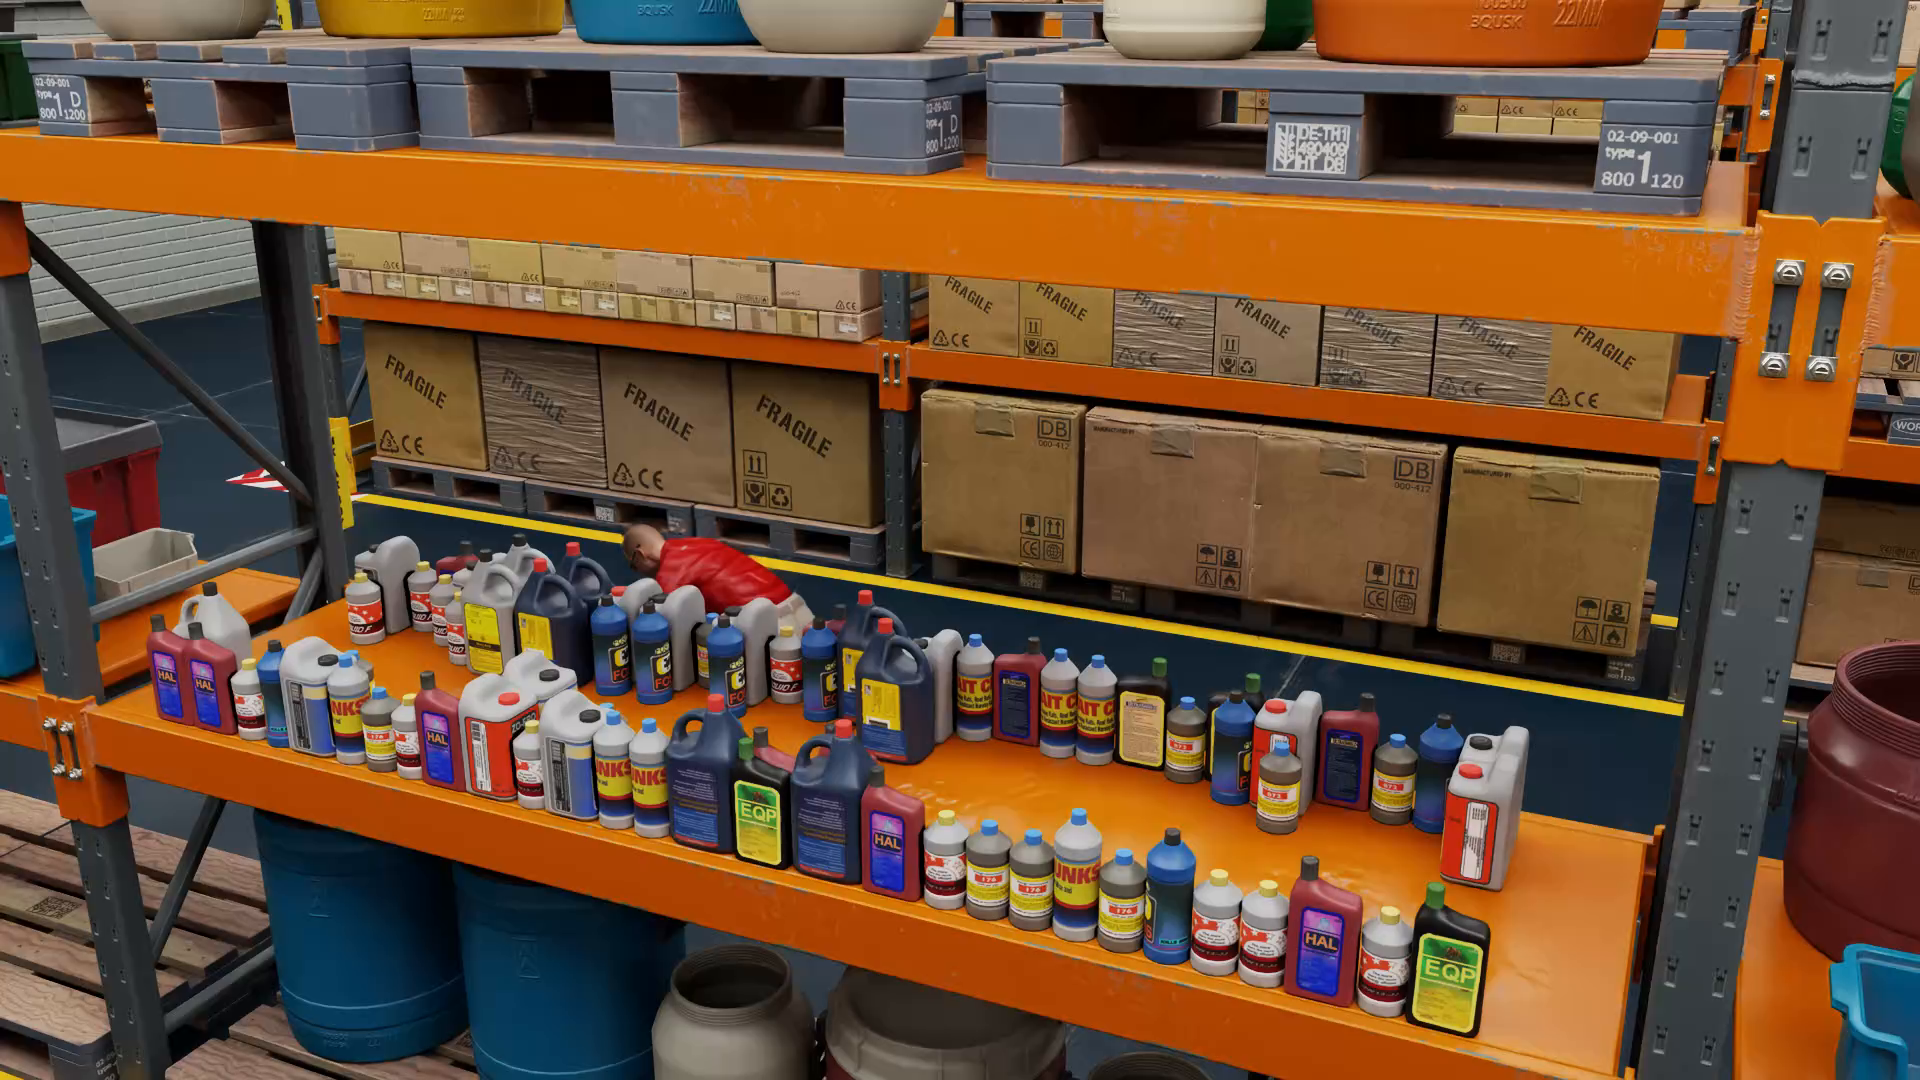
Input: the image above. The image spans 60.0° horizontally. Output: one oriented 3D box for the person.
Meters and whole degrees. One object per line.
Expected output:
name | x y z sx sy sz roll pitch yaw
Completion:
person | -1.072 0.371 7.376 0.860 0.853 0.553 8 21 23
